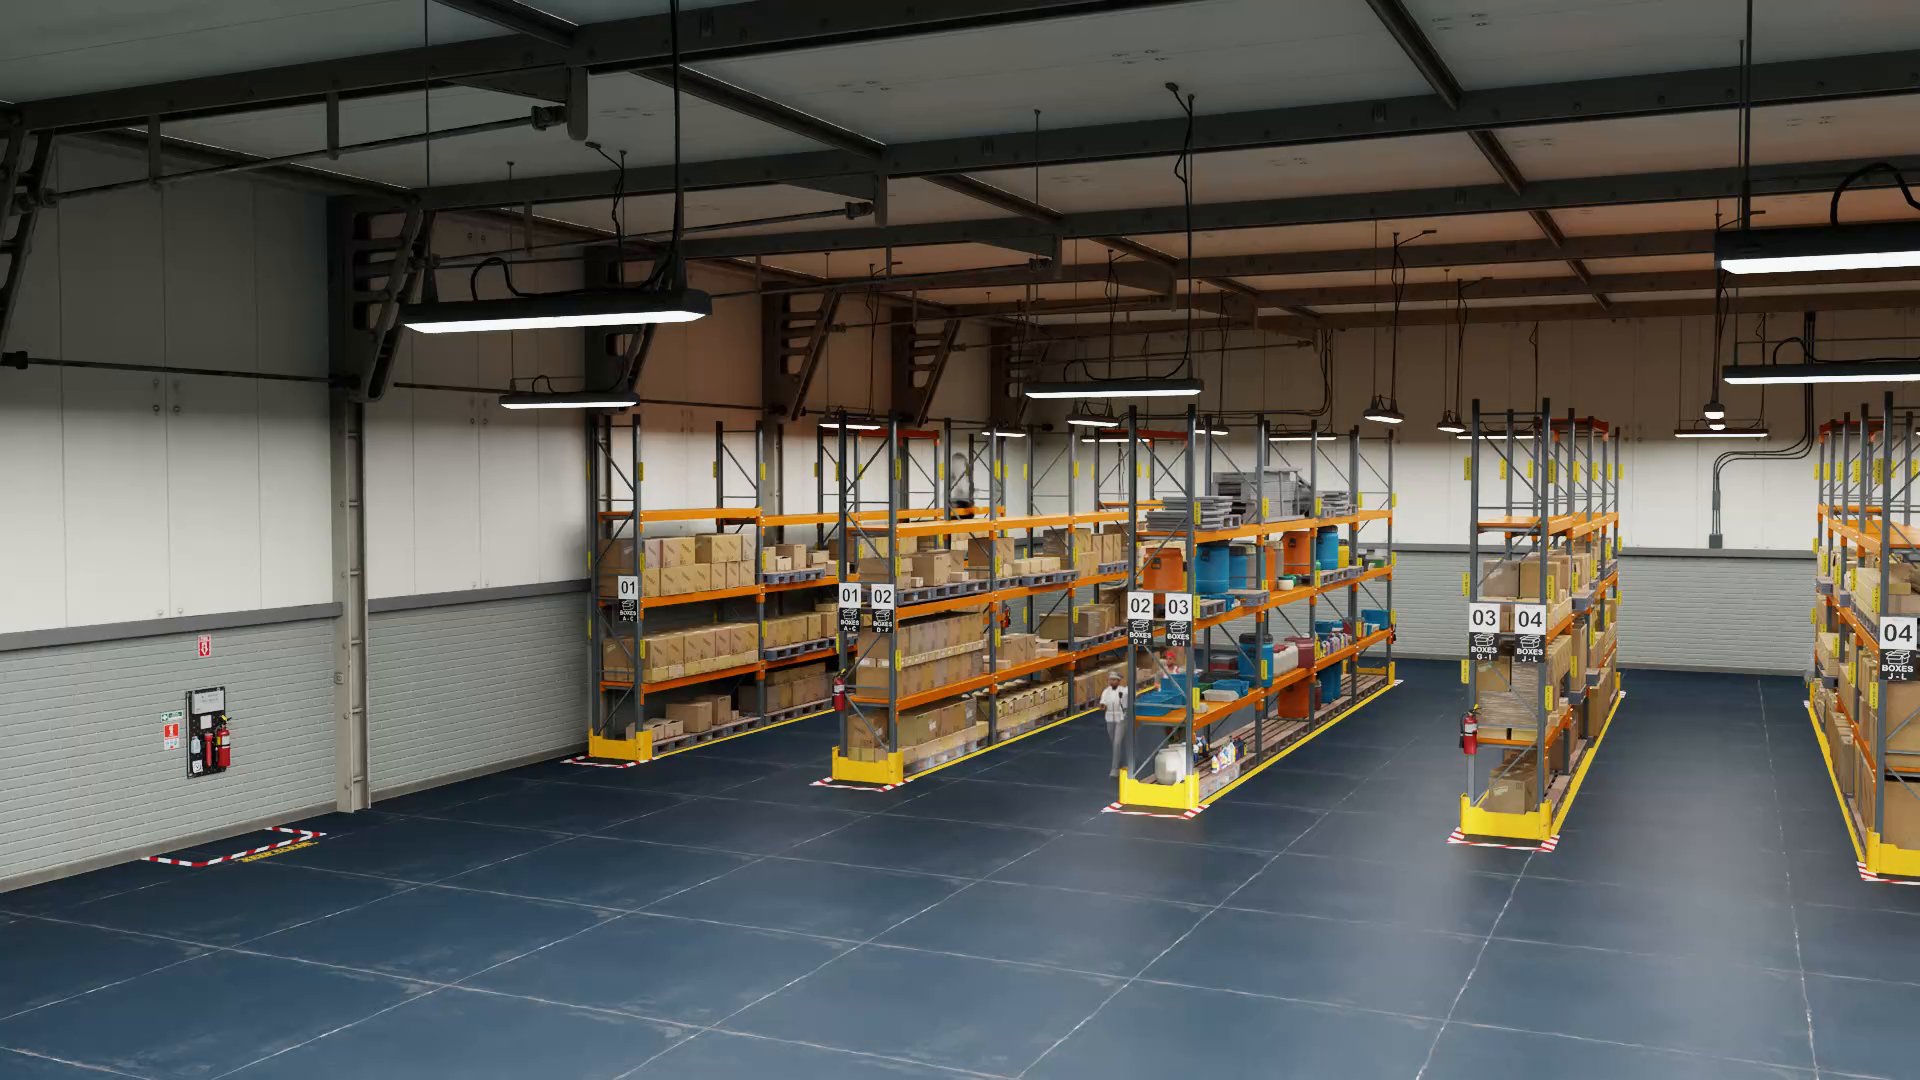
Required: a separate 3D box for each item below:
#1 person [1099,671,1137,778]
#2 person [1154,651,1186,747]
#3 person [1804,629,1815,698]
[{"bbox_3d":[2.619,3.020,27.588,0.587,1.728,0.934,1,3,25],"label":"person"},{"bbox_3d":[3.791,2.890,30.069,0.650,1.743,0.581,1,3,25],"label":"person"},{"bbox_3d":[18.830,2.712,36.540,0.485,1.615,0.629,2,3,35],"label":"person"}]
